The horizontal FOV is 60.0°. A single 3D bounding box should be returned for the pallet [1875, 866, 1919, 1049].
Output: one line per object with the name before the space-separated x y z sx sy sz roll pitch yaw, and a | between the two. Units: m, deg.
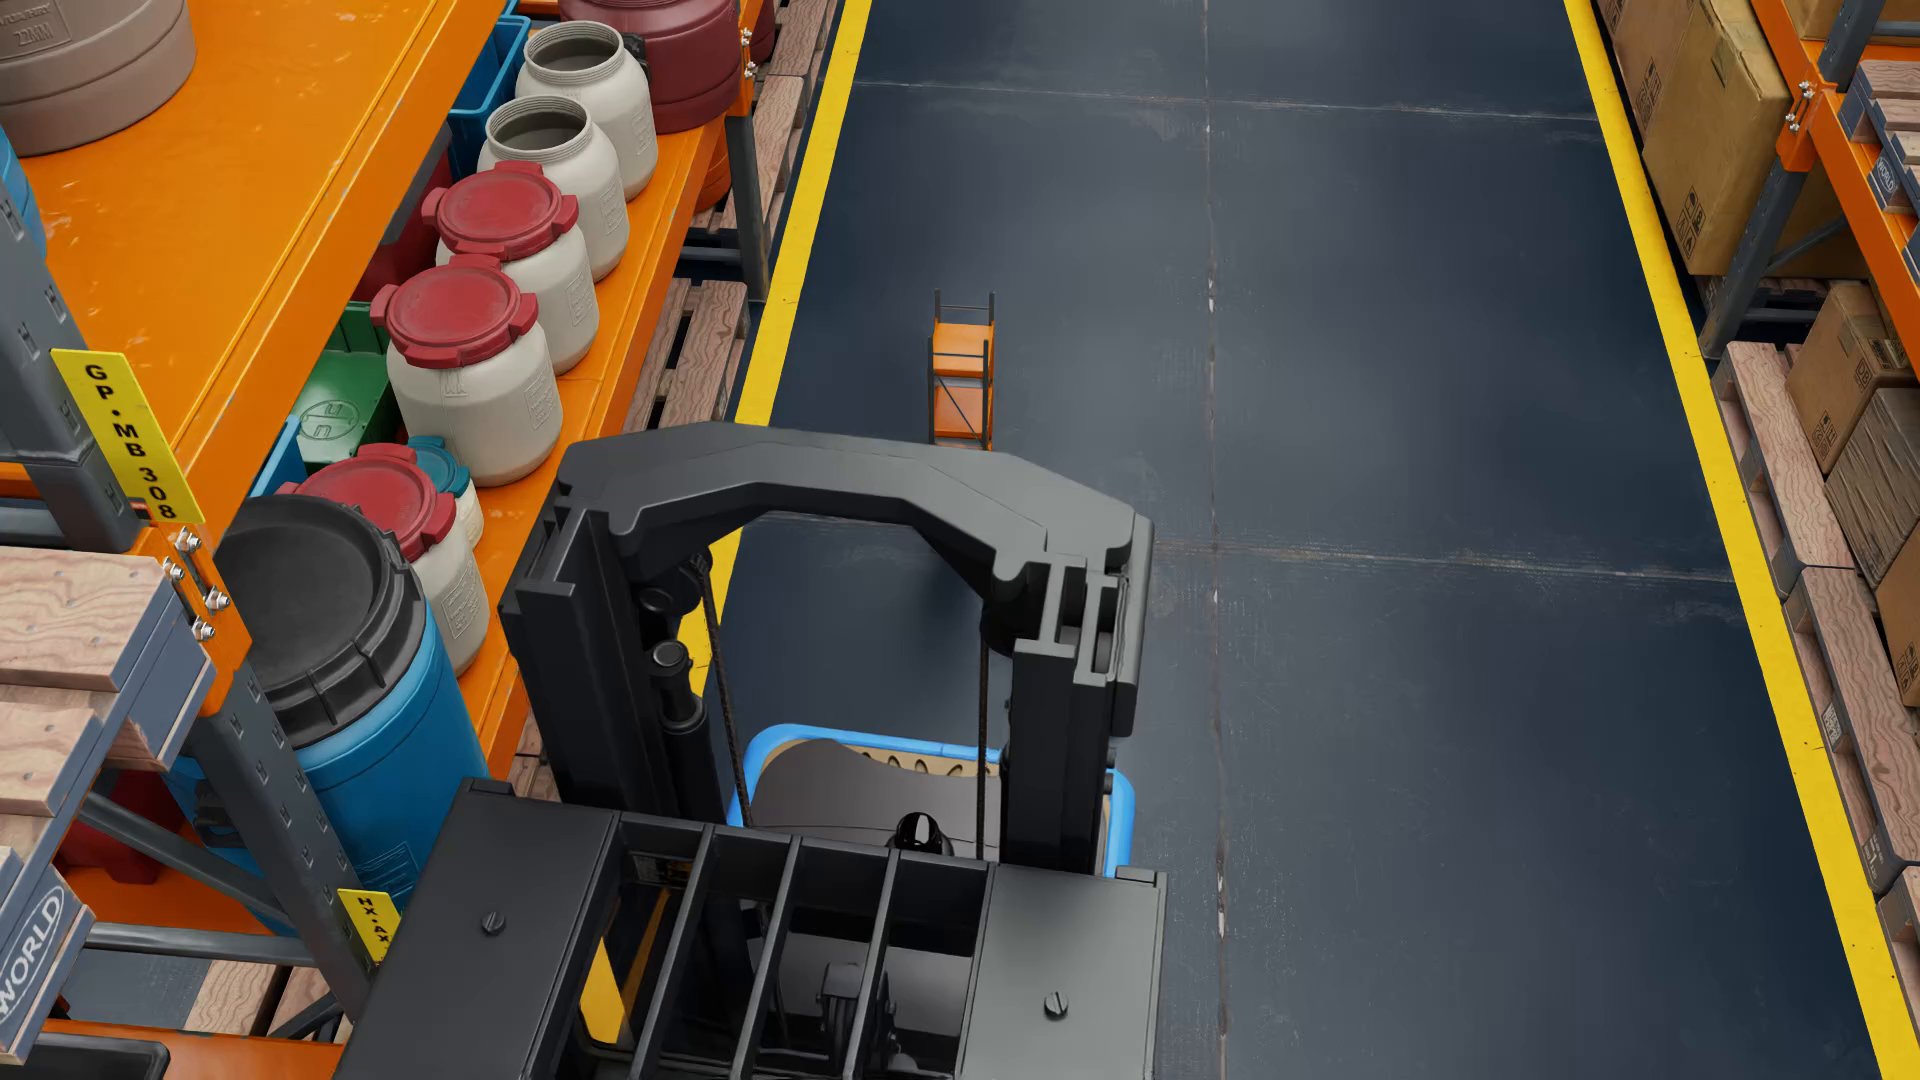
pallet | 3.307 1.535 4.703 1.003 0.211 1.213 4 48 4

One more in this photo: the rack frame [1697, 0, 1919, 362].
rack frame | 3.602 -1.773 5.839 1.000 3.000 0.127 4 48 4

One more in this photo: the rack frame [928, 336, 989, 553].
rack frame | -0.006 -0.304 5.817 0.200 1.050 0.008 4 48 4

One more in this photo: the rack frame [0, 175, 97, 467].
rack frame | -1.695 -1.192 1.242 1.000 3.000 0.127 4 48 4

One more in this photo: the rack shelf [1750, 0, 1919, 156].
rack shelf | 3.784 -3.000 7.449 1.077 0.370 4.000 4 48 4

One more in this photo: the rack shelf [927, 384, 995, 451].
rack shelf | 0.005 -0.386 5.906 0.215 0.259 0.240 4 48 4

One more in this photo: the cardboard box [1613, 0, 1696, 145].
cardboard box | 3.775 -2.358 7.529 1.225 0.875 0.875 4 48 4

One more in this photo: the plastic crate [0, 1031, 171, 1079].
plastic crate | -1.869 1.230 3.134 0.767 0.338 0.504 4 48 4

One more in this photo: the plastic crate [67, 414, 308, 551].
plastic crate | -1.904 0.007 4.222 0.392 0.384 0.575 4 48 4

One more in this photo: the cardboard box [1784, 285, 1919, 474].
cardboard box | 3.561 -0.584 6.148 0.700 0.500 0.500 2 48 1

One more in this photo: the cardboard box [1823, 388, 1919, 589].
cardboard box | 3.523 -0.176 5.774 0.700 0.500 0.500 0 48 0

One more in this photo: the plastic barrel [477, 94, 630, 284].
plastic barrel | -1.250 -1.064 5.115 0.421 0.512 0.421 0 48 0

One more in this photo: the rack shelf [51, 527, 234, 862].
rack shelf | -1.877 1.533 1.270 1.077 0.370 4.000 4 48 4

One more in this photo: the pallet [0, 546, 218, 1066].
pallet | -1.663 0.421 1.927 1.213 0.211 1.003 4 48 4

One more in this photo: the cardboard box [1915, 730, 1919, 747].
cardboard box | 3.428 0.651 5.018 0.700 0.500 0.500 0 48 0

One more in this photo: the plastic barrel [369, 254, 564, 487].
plastic barrel | -1.322 -0.440 4.528 0.433 0.535 0.433 0 48 0

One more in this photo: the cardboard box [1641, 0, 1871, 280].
cardboard box | 3.686 -1.704 6.931 1.225 0.875 0.875 2 48 2

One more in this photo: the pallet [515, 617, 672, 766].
pallet | -1.553 0.295 5.837 1.003 0.211 1.213 4 48 4

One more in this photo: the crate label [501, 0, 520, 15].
crate label | -1.742 -1.766 5.945 0.303 0.233 0.416 4 48 4

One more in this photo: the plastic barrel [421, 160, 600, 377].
plastic barrel | -1.283 -0.758 4.819 0.433 0.535 0.433 0 48 0

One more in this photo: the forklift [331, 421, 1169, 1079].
forklift | -0.276 1.340 3.038 1.130 2.935 3.031 7 48 6

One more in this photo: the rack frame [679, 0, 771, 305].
rack frame | -1.330 -2.106 6.144 1.000 3.000 0.127 4 48 4

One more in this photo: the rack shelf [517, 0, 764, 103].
rack shelf | -1.148 -3.333 7.753 1.077 0.370 4.000 4 48 4

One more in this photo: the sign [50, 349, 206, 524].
sign | -1.148 -0.137 2.304 0.100 0.325 0.005 4 48 4

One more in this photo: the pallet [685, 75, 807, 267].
pallet | -1.300 -1.747 7.705 1.003 0.211 1.213 4 48 4

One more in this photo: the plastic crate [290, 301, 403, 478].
plastic crate | -1.817 -0.394 4.721 0.450 0.188 0.662 4 48 4

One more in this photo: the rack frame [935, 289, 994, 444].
rack frame | 0.016 -0.483 5.981 0.200 1.050 0.008 4 48 4

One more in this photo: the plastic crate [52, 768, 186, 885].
plastic crate | -1.955 0.435 3.776 0.402 0.464 0.583 4 48 4

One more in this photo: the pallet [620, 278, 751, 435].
pallet | -1.439 -0.599 6.654 1.003 0.211 1.213 4 48 4

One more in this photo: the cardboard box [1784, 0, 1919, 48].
cardboard box | 3.400 -2.186 6.149 0.500 0.500 0.500 5 48 5

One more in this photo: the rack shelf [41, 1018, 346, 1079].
rack shelf | -1.877 2.545 2.377 1.077 0.370 4.000 4 48 4

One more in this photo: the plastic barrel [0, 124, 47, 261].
plastic barrel | -1.865 -0.737 2.519 0.600 0.901 0.708 4 48 4

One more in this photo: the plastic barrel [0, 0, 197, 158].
plastic barrel | -1.805 -1.217 2.958 0.600 0.901 0.600 0 48 0

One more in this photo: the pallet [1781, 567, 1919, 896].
pallet | 3.416 0.636 5.525 1.003 0.211 1.213 4 48 4

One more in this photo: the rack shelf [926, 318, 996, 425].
rack shelf | 0.005 -0.578 5.697 0.215 0.259 0.240 4 48 4

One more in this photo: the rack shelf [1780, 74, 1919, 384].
rack shelf | 3.420 -0.061 4.760 1.077 0.370 4.000 4 48 4

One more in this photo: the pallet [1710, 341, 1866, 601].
pallet | 3.529 -0.258 6.343 1.003 0.211 1.213 4 48 4

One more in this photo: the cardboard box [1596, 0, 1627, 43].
cardboard box | 3.848 -3.009 8.125 1.225 0.875 0.875 2 48 2

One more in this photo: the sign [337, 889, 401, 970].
sign | -1.148 0.785 3.312 0.100 0.325 0.005 4 48 4

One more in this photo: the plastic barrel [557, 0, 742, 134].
plastic barrel | -1.071 -1.791 5.763 0.600 0.536 0.708 4 48 4

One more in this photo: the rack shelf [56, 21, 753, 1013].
rack shelf | -1.512 -0.394 5.065 1.077 0.370 4.000 4 48 4

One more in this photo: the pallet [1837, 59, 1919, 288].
pallet | 3.643 -1.178 5.424 1.213 0.211 1.003 4 48 4

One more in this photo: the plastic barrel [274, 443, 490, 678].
plastic barrel | -1.389 0.099 4.035 0.433 0.535 0.433 0 48 0

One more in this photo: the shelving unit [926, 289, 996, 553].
shelving unit | 0.005 -0.394 5.899 0.215 1.050 0.252 4 48 4

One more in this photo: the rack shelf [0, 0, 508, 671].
rack shelf | -1.512 -1.406 3.958 1.077 0.370 4.000 4 48 4

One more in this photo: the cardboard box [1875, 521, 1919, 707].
cardboard box | 3.478 0.241 5.393 0.700 0.500 0.500 7 48 7

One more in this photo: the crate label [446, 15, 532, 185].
crate label | -1.690 -1.406 5.480 0.502 0.435 0.616 4 48 4

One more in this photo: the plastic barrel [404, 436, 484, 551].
plastic barrel | -1.421 -0.083 4.387 0.301 0.262 0.301 0 48 0

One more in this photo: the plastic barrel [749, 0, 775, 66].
plastic barrel | -1.200 -2.625 7.967 0.600 0.588 0.708 4 48 4

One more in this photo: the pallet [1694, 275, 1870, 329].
pallet | 3.749 -1.406 7.393 1.003 0.211 1.213 4 48 4

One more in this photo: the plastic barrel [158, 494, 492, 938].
plastic barrel | -1.358 0.400 3.511 0.600 0.901 0.708 4 48 4

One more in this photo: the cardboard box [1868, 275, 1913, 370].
cardboard box | 3.571 -0.837 5.870 0.500 0.250 0.500 6 48 5

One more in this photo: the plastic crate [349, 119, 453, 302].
plastic crate | -1.782 -0.961 5.053 0.402 0.464 0.583 4 48 4

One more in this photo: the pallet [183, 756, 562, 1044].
pallet | -1.662 1.194 5.015 1.003 0.211 1.213 4 48 4

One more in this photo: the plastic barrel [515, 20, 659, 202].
plastic barrel | -1.211 -1.374 5.398 0.421 0.512 0.421 0 48 0

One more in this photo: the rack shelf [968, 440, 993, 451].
rack shelf | 0.005 -0.199 6.111 0.215 0.259 0.240 4 48 4

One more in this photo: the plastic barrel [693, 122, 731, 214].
plastic barrel | -1.303 -1.876 7.119 0.600 0.830 0.708 4 48 4

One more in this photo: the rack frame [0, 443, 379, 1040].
rack frame | -1.695 0.833 3.455 1.000 3.000 0.127 4 48 4

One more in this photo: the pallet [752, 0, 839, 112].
pallet | -1.186 -2.641 8.523 1.003 0.211 1.213 4 48 4
